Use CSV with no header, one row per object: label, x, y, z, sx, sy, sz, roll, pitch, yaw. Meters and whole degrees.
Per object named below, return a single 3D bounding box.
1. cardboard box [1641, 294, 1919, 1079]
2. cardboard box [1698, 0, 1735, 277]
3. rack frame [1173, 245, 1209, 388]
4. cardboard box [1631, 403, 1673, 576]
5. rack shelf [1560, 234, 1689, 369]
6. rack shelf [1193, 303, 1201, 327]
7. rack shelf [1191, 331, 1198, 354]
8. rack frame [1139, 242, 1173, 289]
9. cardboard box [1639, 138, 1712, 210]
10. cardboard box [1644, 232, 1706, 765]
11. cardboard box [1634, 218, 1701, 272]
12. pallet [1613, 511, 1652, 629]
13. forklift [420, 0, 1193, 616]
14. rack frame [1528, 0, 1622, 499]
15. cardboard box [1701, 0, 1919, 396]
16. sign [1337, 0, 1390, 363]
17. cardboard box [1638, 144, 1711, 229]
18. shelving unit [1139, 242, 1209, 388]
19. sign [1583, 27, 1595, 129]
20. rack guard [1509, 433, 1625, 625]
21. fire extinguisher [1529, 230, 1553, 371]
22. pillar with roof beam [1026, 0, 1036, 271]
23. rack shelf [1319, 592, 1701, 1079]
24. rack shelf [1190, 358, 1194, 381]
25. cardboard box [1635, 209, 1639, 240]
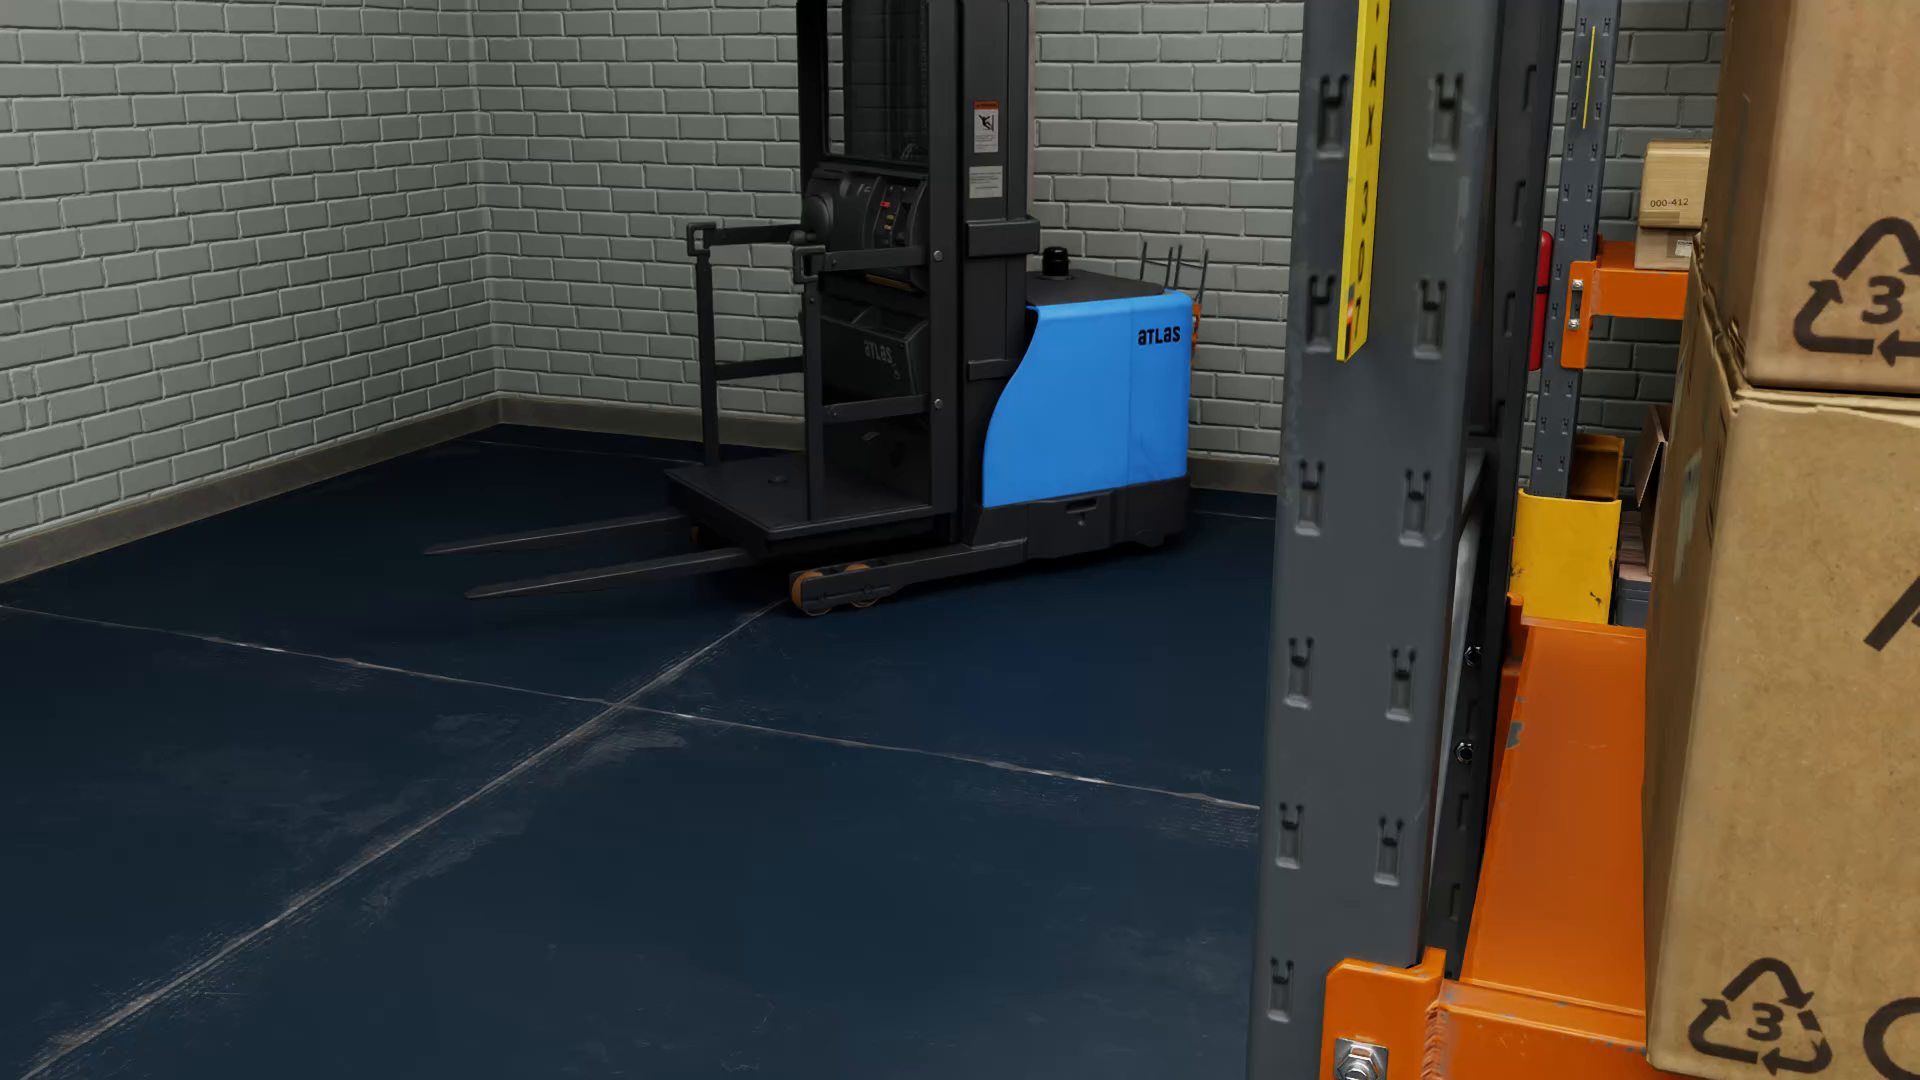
cardboard box,0.814,0.103,1.260,0.500,0.500,0.500,6,17,20
cardboard box,1.009,-0.513,1.589,0.500,0.500,0.500,7,18,22
rack frame,0.973,-0.713,7.487,0.006,1.200,0.240,0,15,-25
cardboard box,2.825,-0.176,6.125,0.637,0.503,0.797,6,17,18
rack shelf,4.152,-0.710,5.531,4.000,0.370,1.077,6,17,21
rack shelf,0.922,-1.017,7.375,0.180,0.103,0.258,0,15,-25
rack shelf,0.910,-0.901,7.403,0.180,0.103,0.258,0,15,-25
rack frame,0.807,-0.711,7.410,0.006,1.200,0.240,0,15,-25
cardboard box,2.816,-1.353,6.190,0.500,0.250,0.500,7,18,22
cardboard box,1.019,-0.040,1.752,0.500,0.500,0.500,6,17,21
cardboard box,2.496,-1.035,5.810,0.250,0.149,0.380,6,17,20
pallet,3.104,0.168,6.217,1.213,0.211,1.003,6,17,21
forklift,-0.557,-1.291,6.363,3.031,2.935,1.130,-9,19,-29
rack frame,2.291,-1.261,6.135,0.127,3.000,1.000,6,17,21
cardboard box,0.815,-0.378,1.123,0.500,0.500,0.500,6,17,19
sign,0.264,-0.283,1.074,0.005,0.325,0.100,6,17,21
cardboard box,2.614,-1.215,5.714,0.500,0.250,0.500,6,17,21
shelving unit,0.890,-0.712,7.449,0.189,1.200,0.258,0,15,-25
sign,2.092,-1.536,5.530,0.005,0.325,0.100,6,17,21
rack guard,2.362,-0.052,6.457,0.348,0.500,1.175,6,17,21
fire extinguisher,1.985,-0.939,5.837,0.183,0.674,0.296,6,17,21
pillar with roof beam,-1.466,-3.535,3.208,0.400,9.000,9.100,6,17,21
rack shelf,2.334,0.577,1.095,4.000,0.370,1.077,6,17,21
rack shelf,0.898,-0.785,7.431,0.180,0.103,0.258,0,15,-25
cardboard box,2.698,-1.176,6.293,0.250,0.149,0.380,6,17,20
